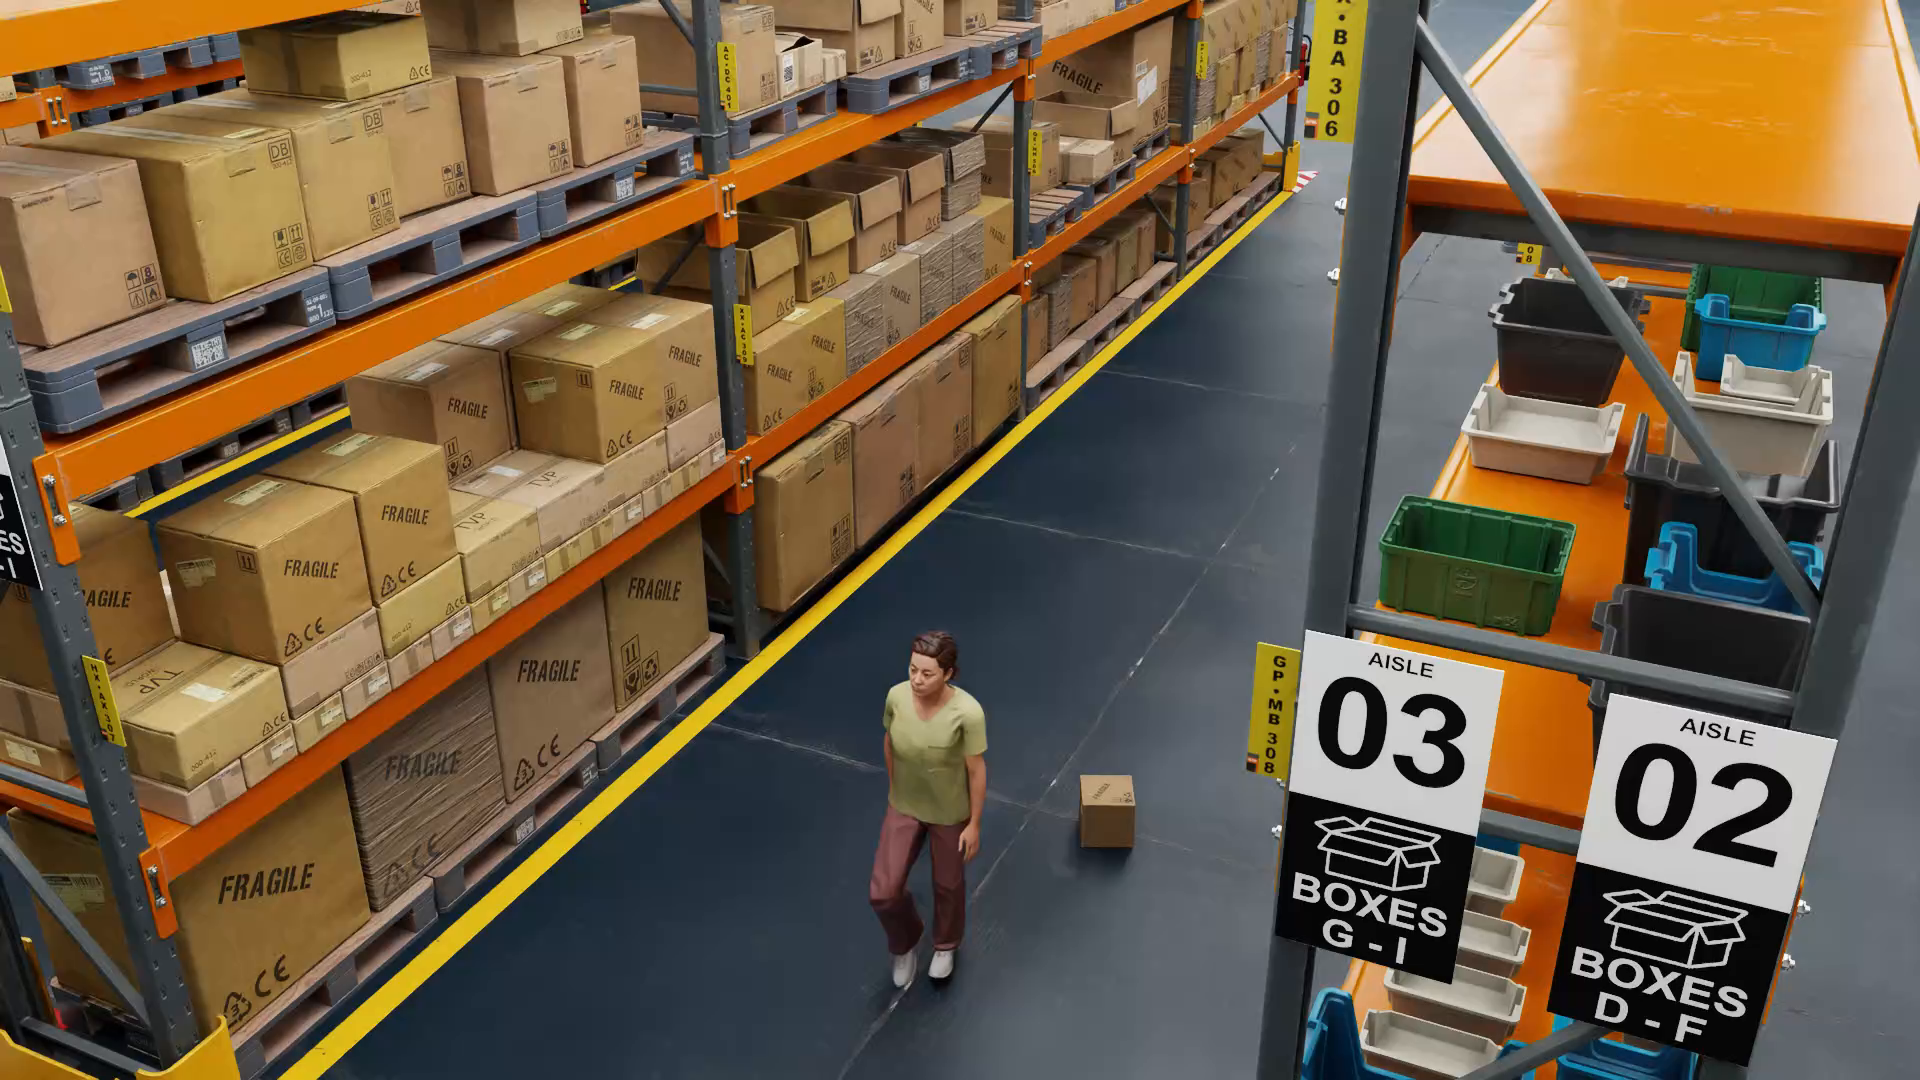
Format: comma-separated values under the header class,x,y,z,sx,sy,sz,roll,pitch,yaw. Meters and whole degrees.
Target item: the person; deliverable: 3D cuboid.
class,x,y,z,sx,sy,sz,roll,pitch,yaw
person,-0.117,1.138,6.809,0.463,1.714,0.478,7,27,14
